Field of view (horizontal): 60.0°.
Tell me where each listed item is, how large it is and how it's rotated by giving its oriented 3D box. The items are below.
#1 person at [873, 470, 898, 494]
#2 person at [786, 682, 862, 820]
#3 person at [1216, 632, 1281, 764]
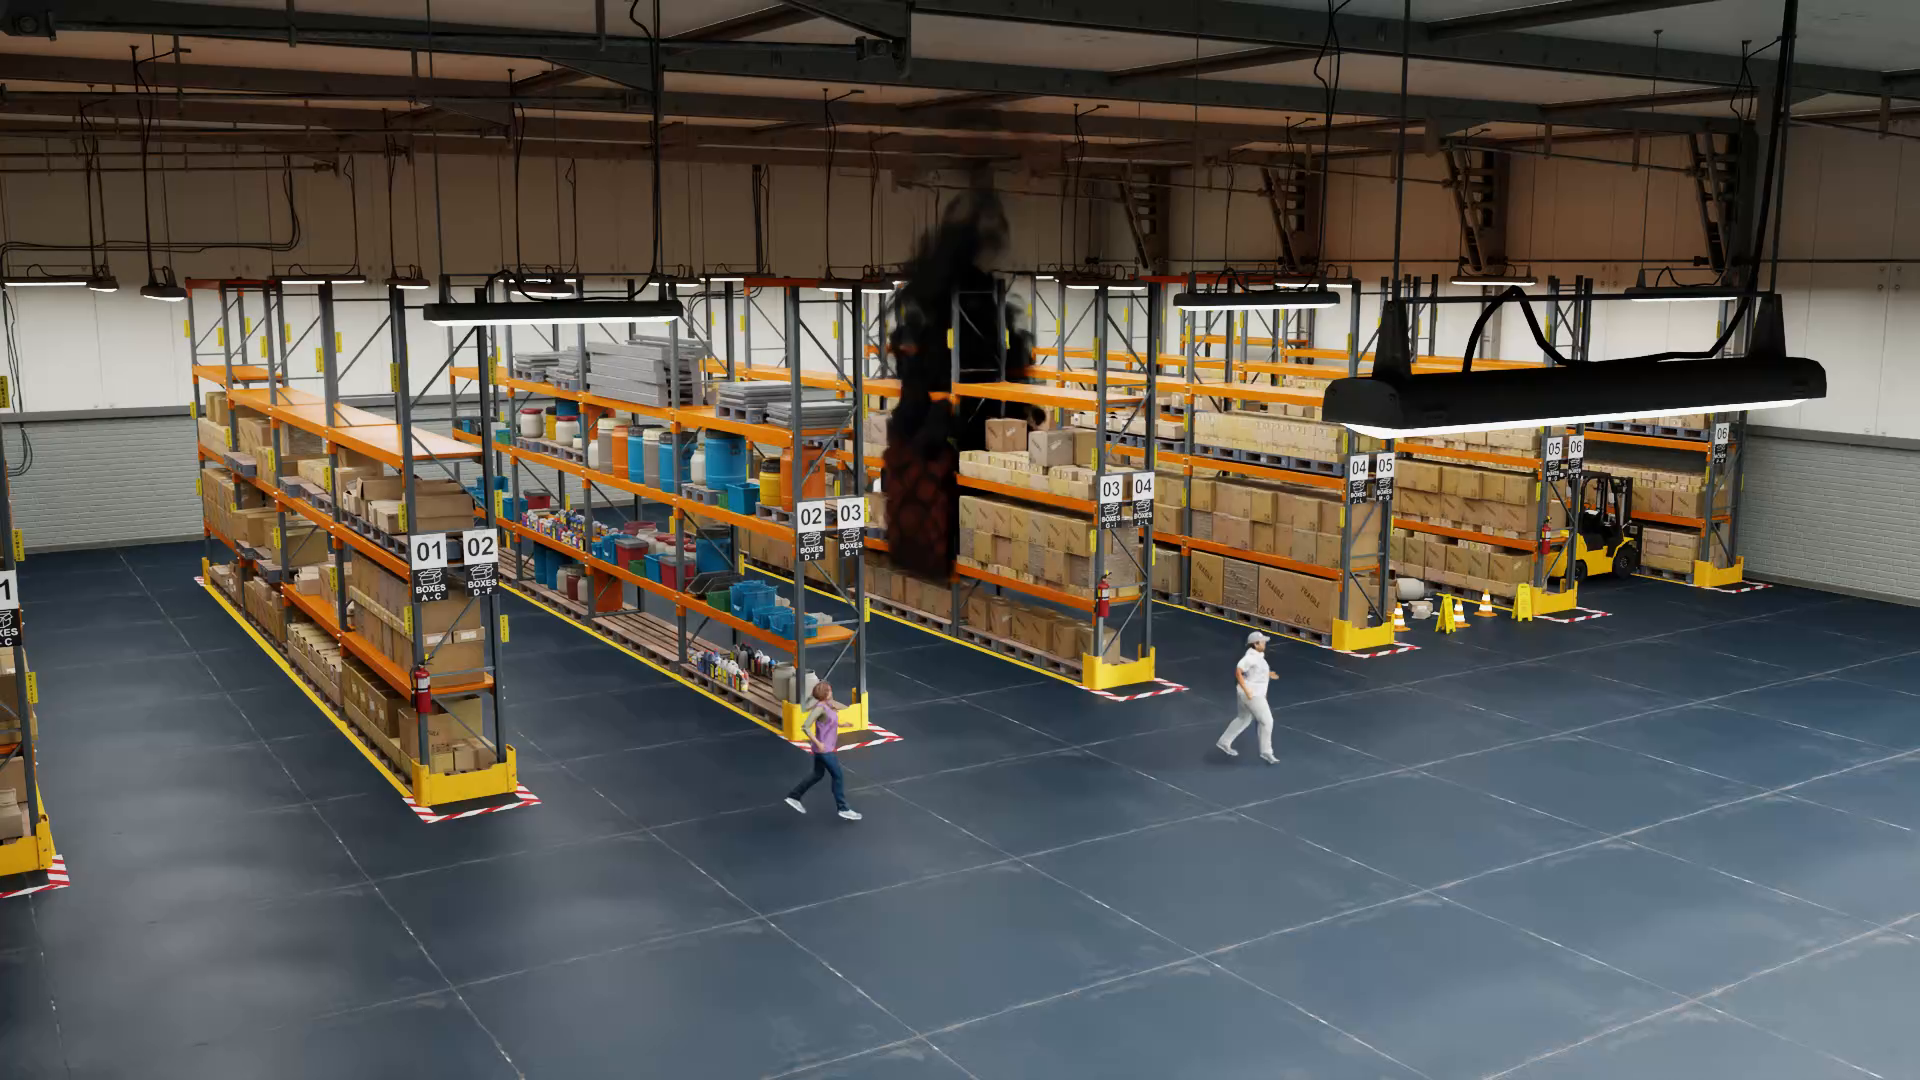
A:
[{"bbox_3d":[-1.660,-0.789,37.422,0.711,1.798,0.890,-5,11,-28],"label":"person"},{"bbox_3d":[-1.556,2.388,18.865,0.871,1.596,0.539,0,10,-3],"label":"person"},{"bbox_3d":[3.686,1.999,21.175,0.814,1.708,0.597,0,10,2],"label":"person"}]
